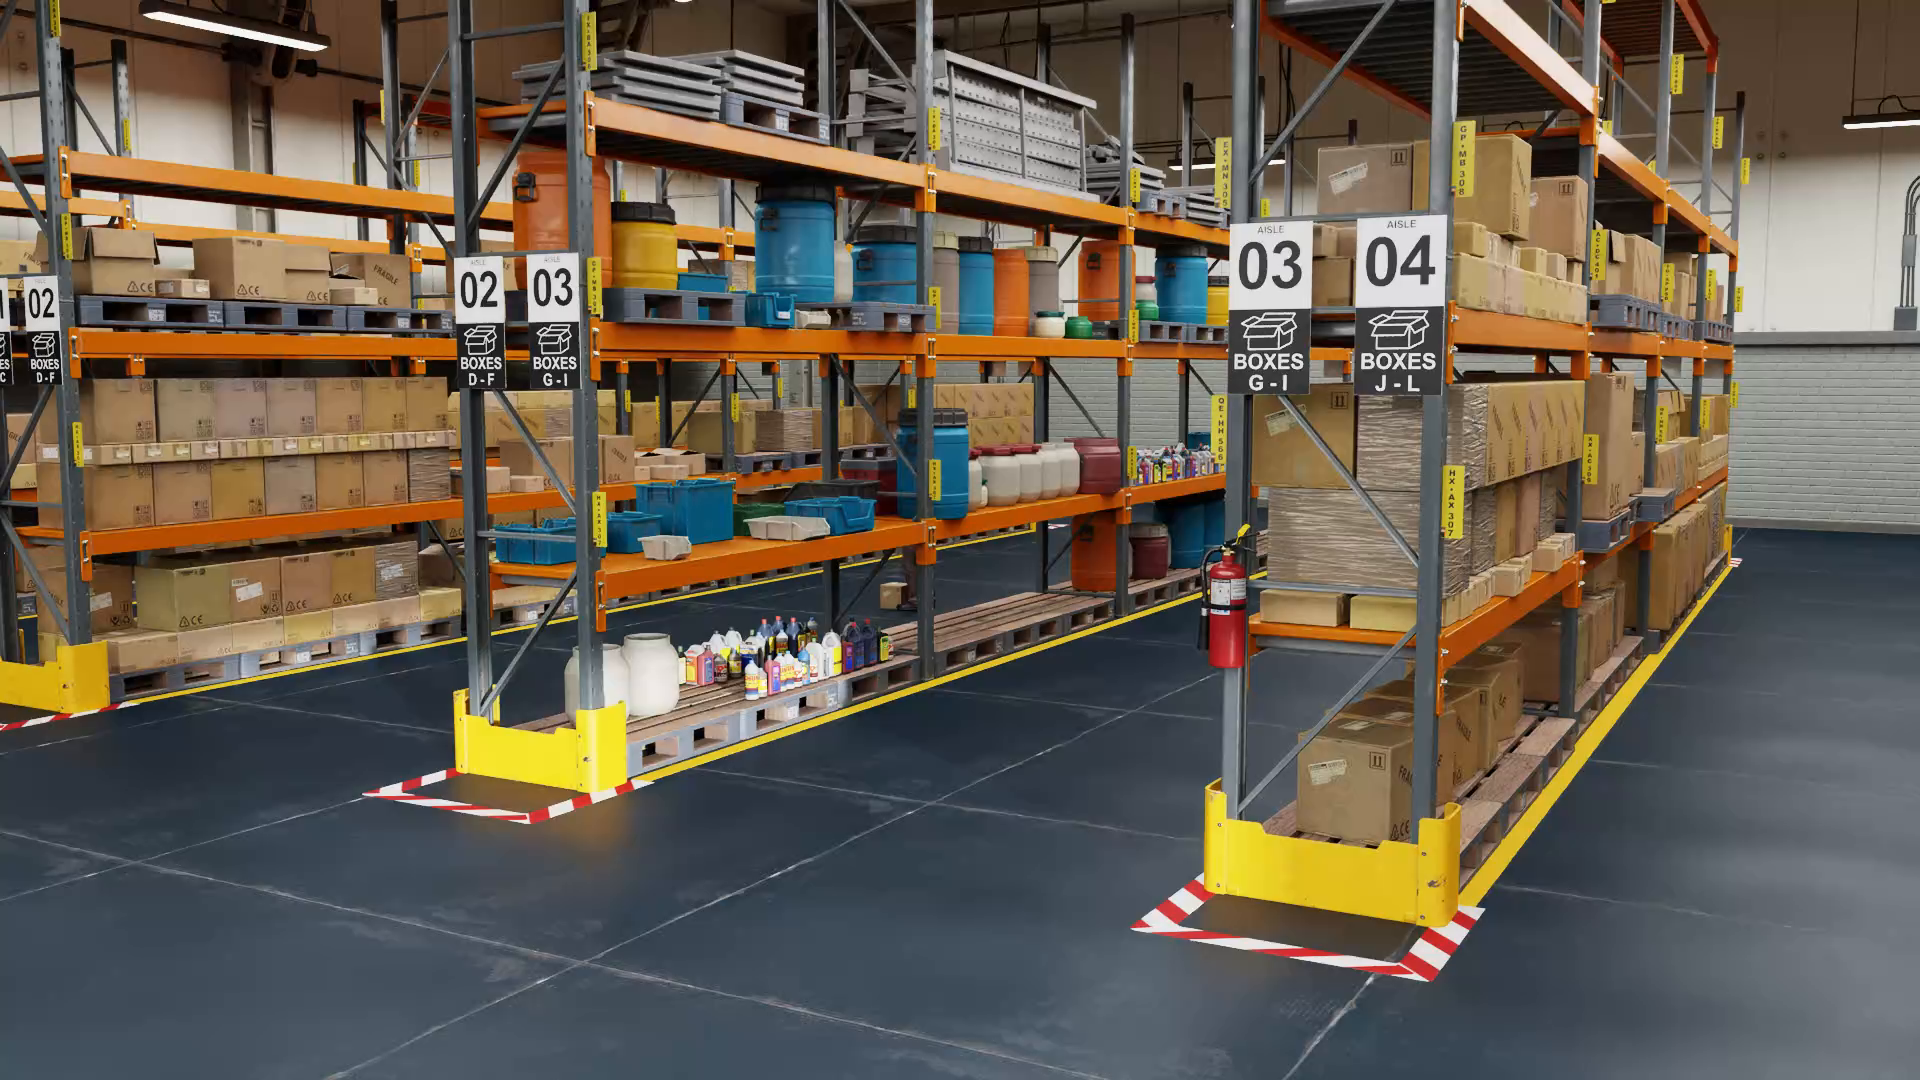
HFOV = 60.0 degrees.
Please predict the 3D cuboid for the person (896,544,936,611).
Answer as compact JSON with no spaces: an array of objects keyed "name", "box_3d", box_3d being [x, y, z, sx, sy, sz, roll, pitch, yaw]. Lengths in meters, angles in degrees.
[{"name":"person","box_3d":[-0.424,-0.125,17.454,0.419,1.721,0.581,3,7,29]}]
